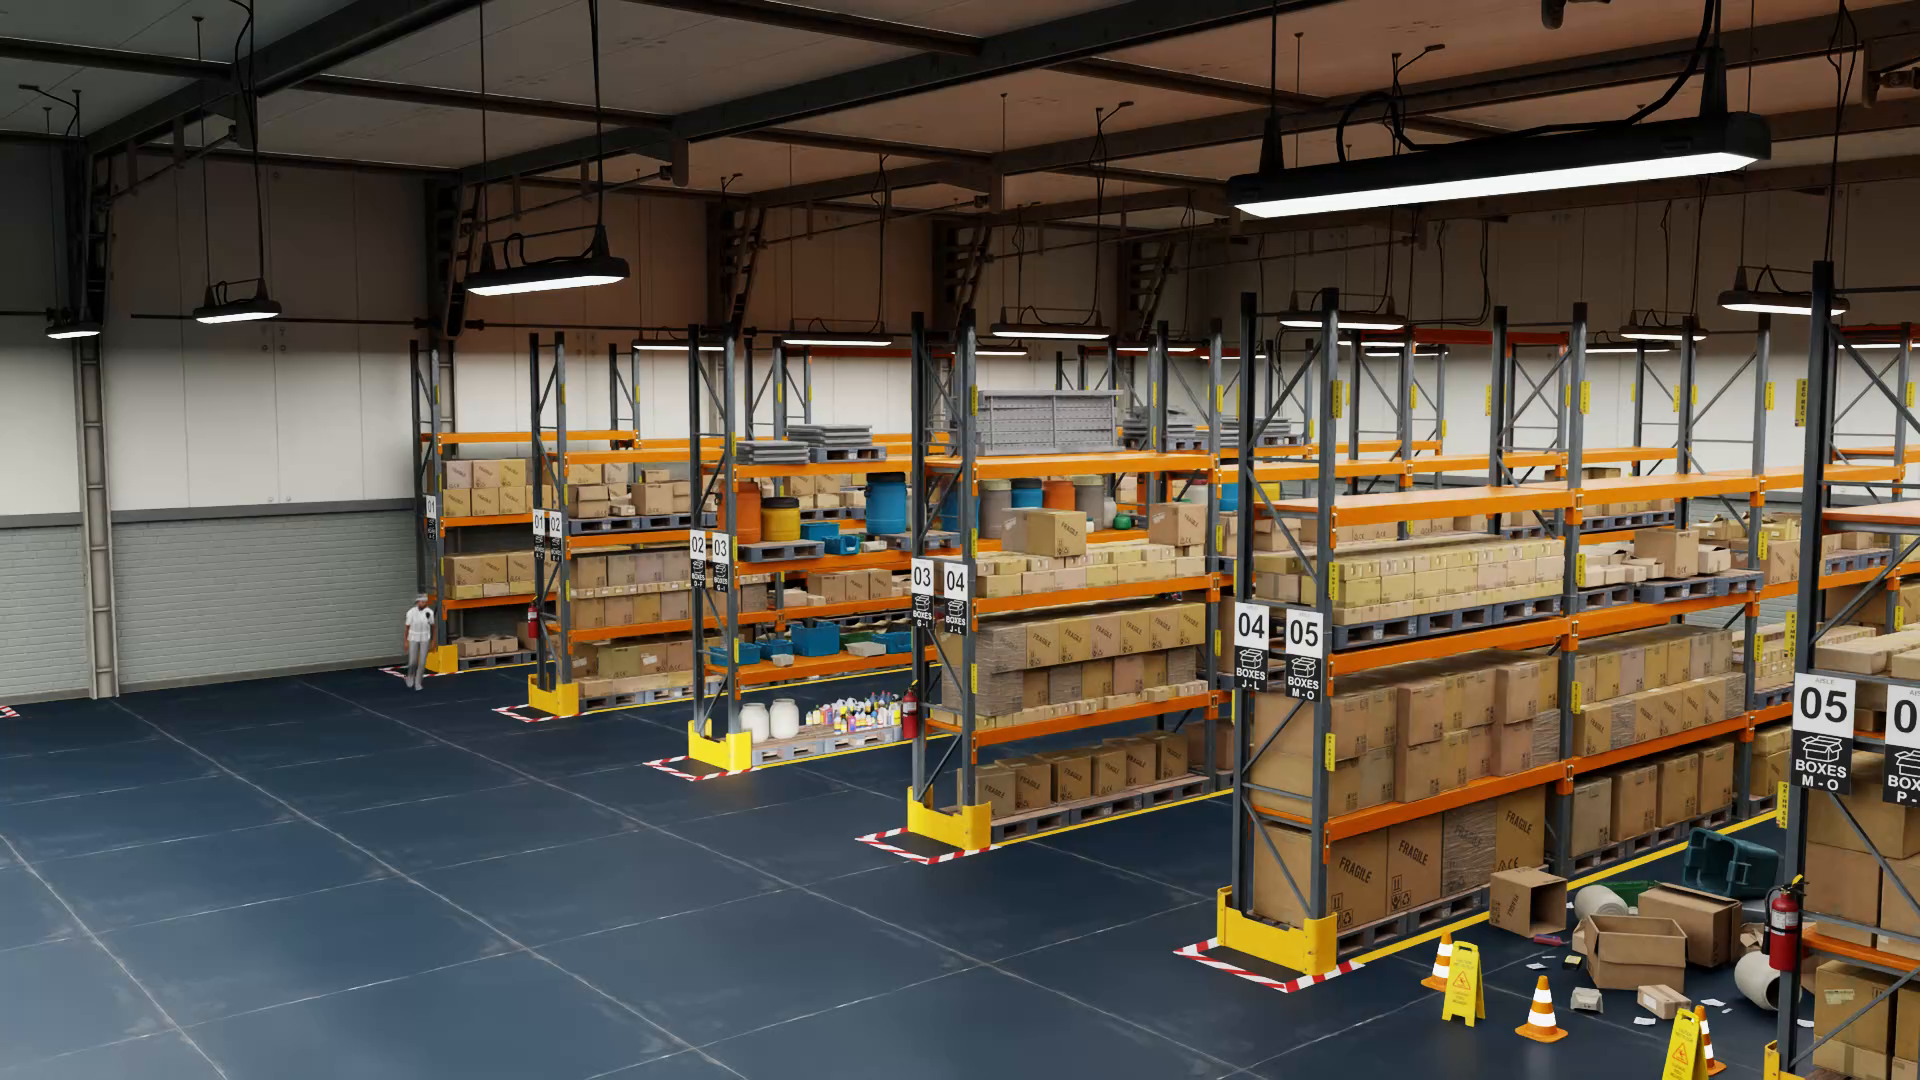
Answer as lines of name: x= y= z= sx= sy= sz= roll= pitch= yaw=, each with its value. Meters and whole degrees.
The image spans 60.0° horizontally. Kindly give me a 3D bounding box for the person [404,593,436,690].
person: x=-9.181 y=1.716 z=28.234 sx=0.526 sy=1.667 sz=0.483 roll=-3 pitch=6 yaw=-28
